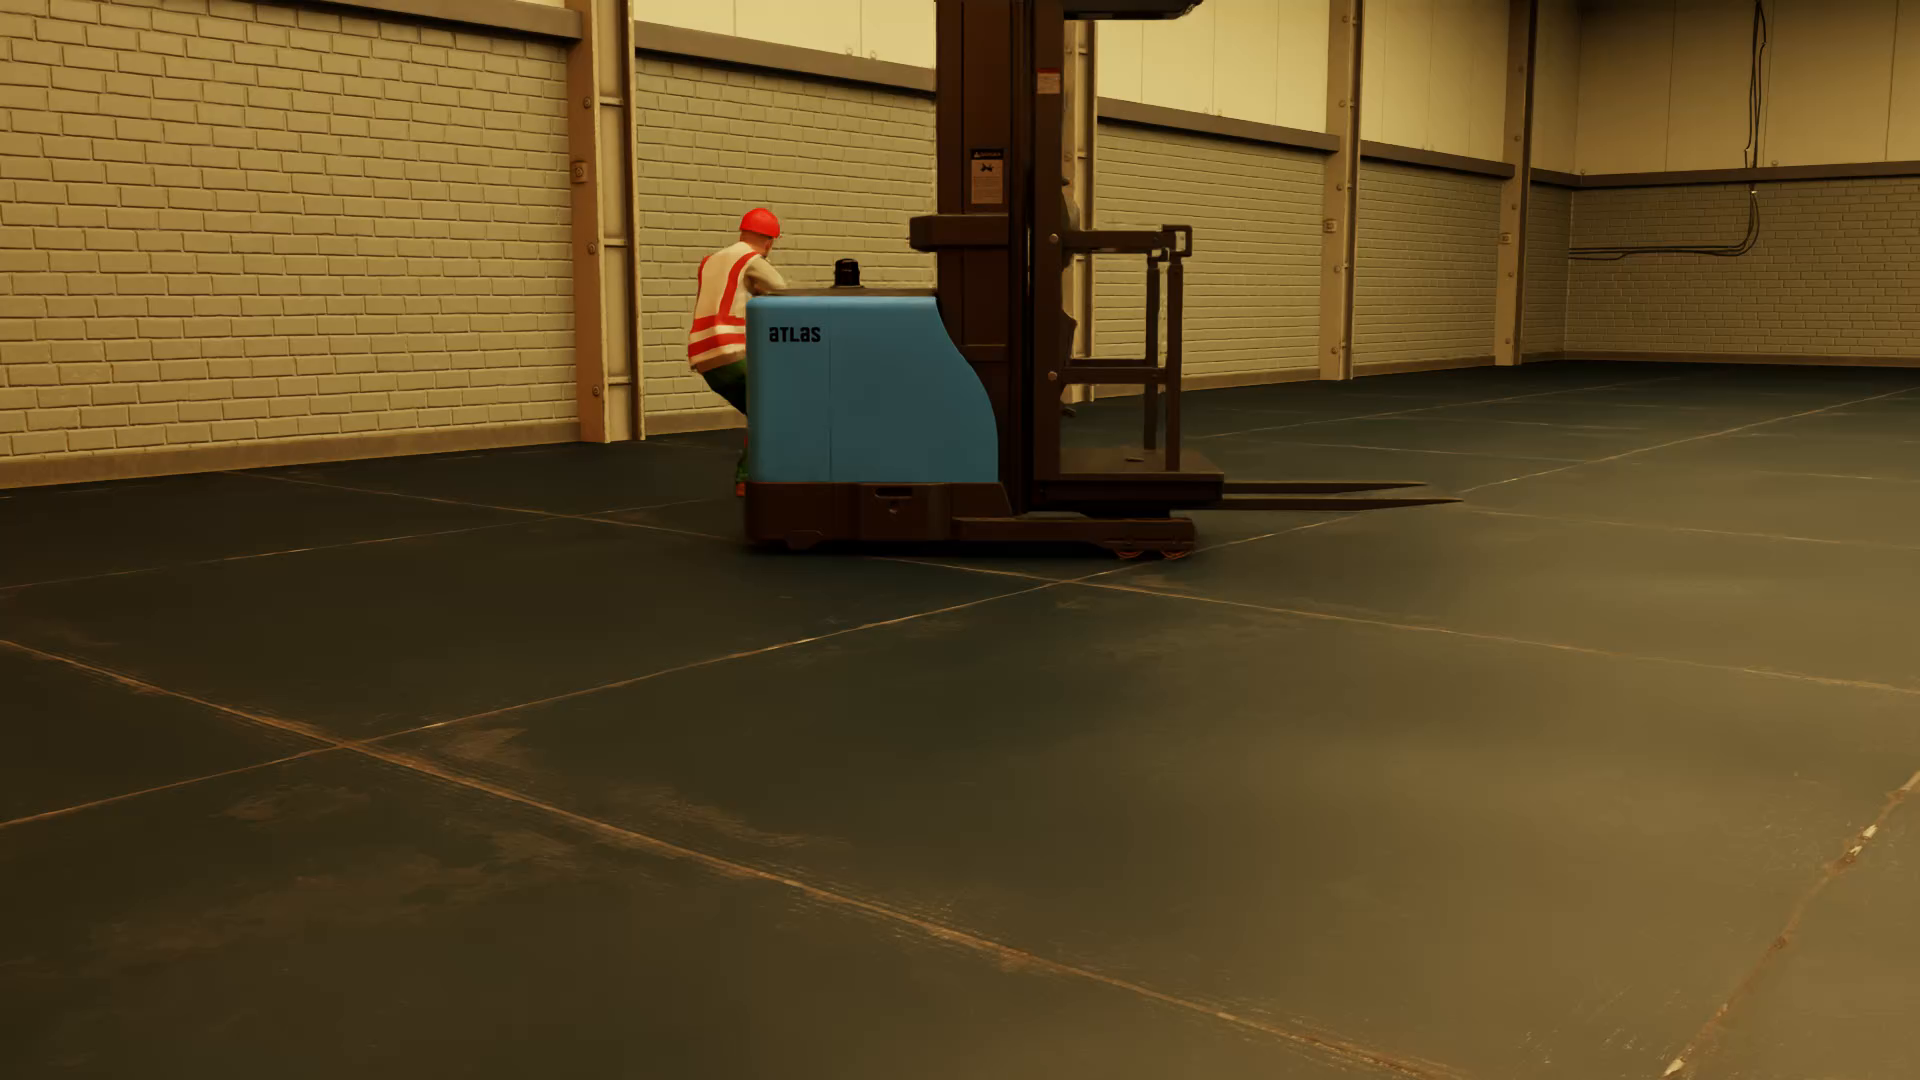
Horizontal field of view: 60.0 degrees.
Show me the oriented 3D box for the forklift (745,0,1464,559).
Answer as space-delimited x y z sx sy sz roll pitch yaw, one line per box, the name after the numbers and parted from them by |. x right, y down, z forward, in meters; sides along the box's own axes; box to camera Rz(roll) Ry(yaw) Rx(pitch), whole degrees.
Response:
0.621 -1.451 7.197 3.031 2.935 1.130 0 8 1 | forklift

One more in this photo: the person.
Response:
-0.932 -0.986 8.752 1.224 1.507 0.905 7 11 41 | person
